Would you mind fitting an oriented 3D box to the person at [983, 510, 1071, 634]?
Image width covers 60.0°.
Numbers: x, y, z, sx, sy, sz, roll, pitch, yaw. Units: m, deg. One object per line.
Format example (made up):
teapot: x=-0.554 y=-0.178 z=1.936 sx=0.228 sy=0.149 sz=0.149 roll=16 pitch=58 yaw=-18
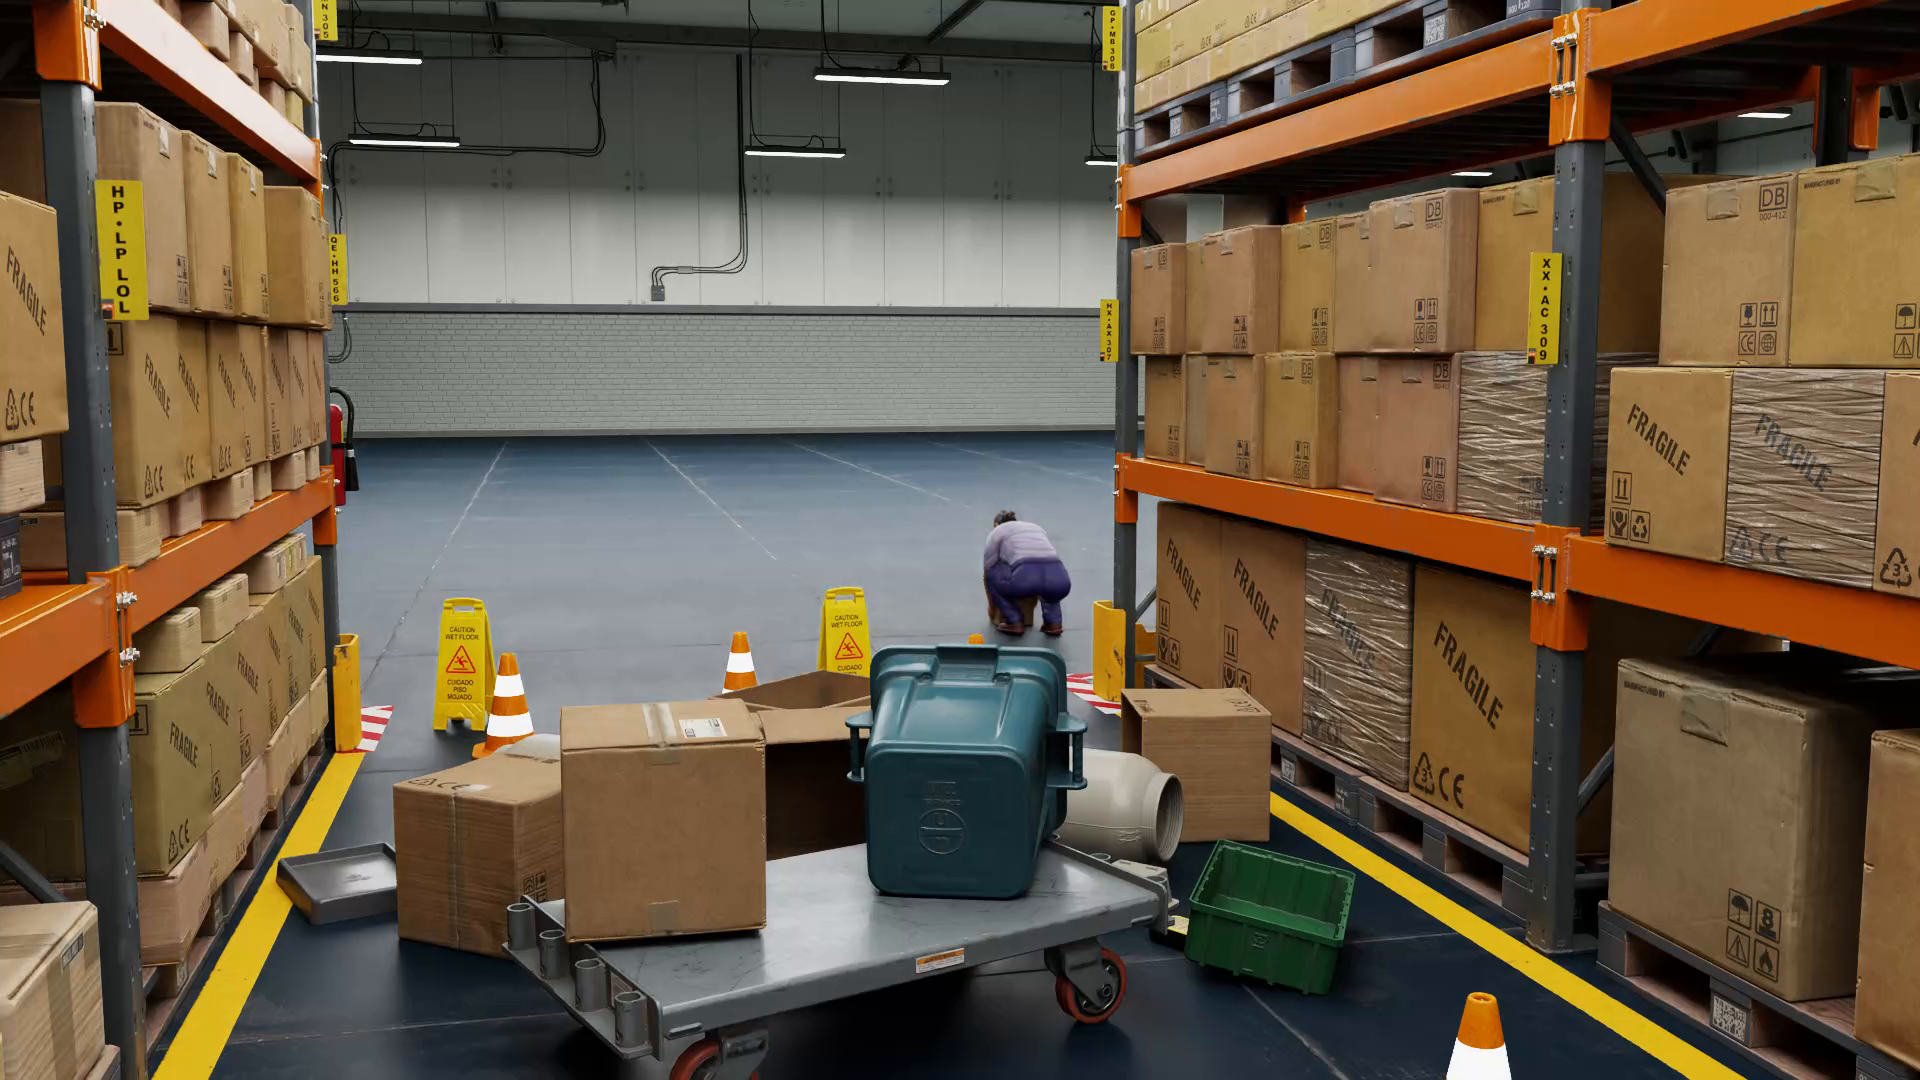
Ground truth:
person: x=0.445 y=0.219 z=11.198 sx=0.515 sy=0.803 sz=0.823 roll=-2 pitch=6 yaw=-14
